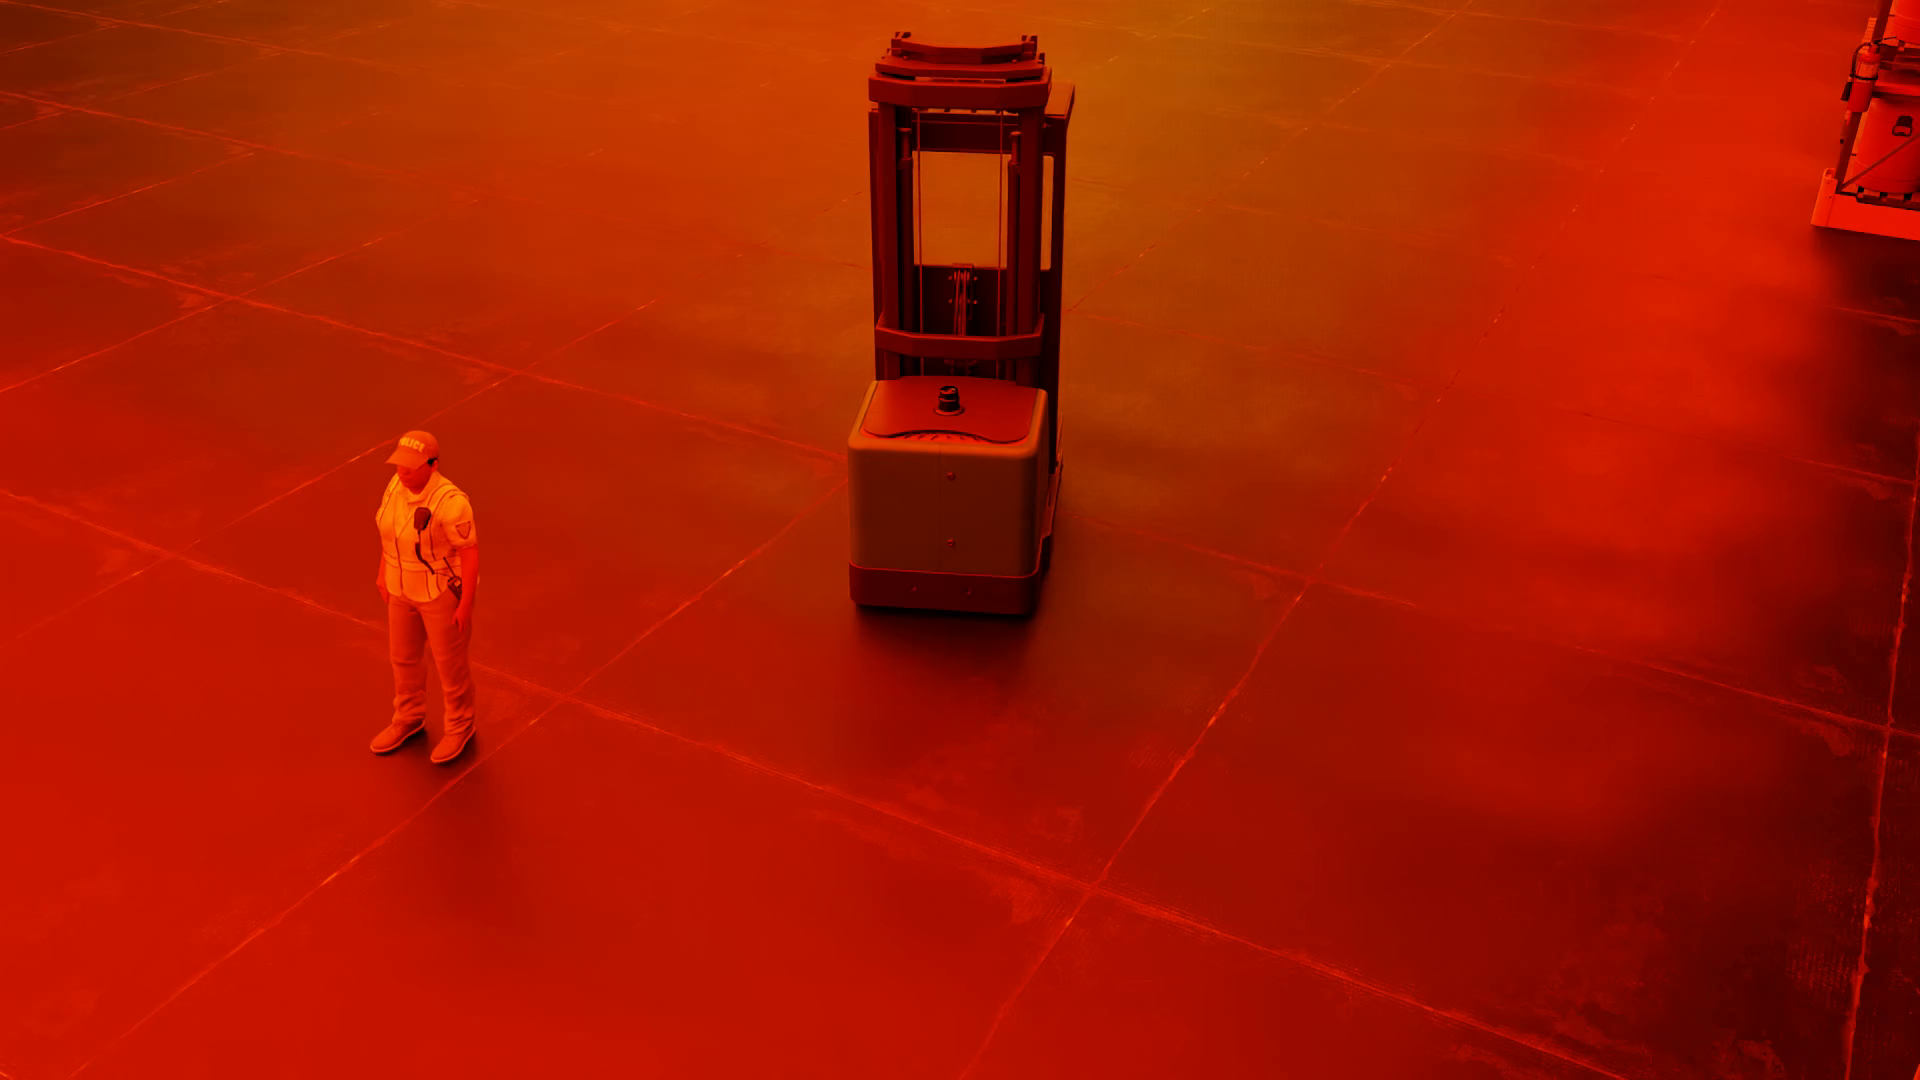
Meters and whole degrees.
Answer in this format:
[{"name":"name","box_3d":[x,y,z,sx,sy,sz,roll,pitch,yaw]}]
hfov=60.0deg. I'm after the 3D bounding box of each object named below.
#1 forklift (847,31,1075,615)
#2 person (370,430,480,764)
[{"name":"forklift","box_3d":[0.072,-1.572,9.794,1.130,2.935,3.031,3,30,6]},{"name":"person","box_3d":[-2.555,0.275,7.854,0.583,1.675,0.516,16,33,25]}]
